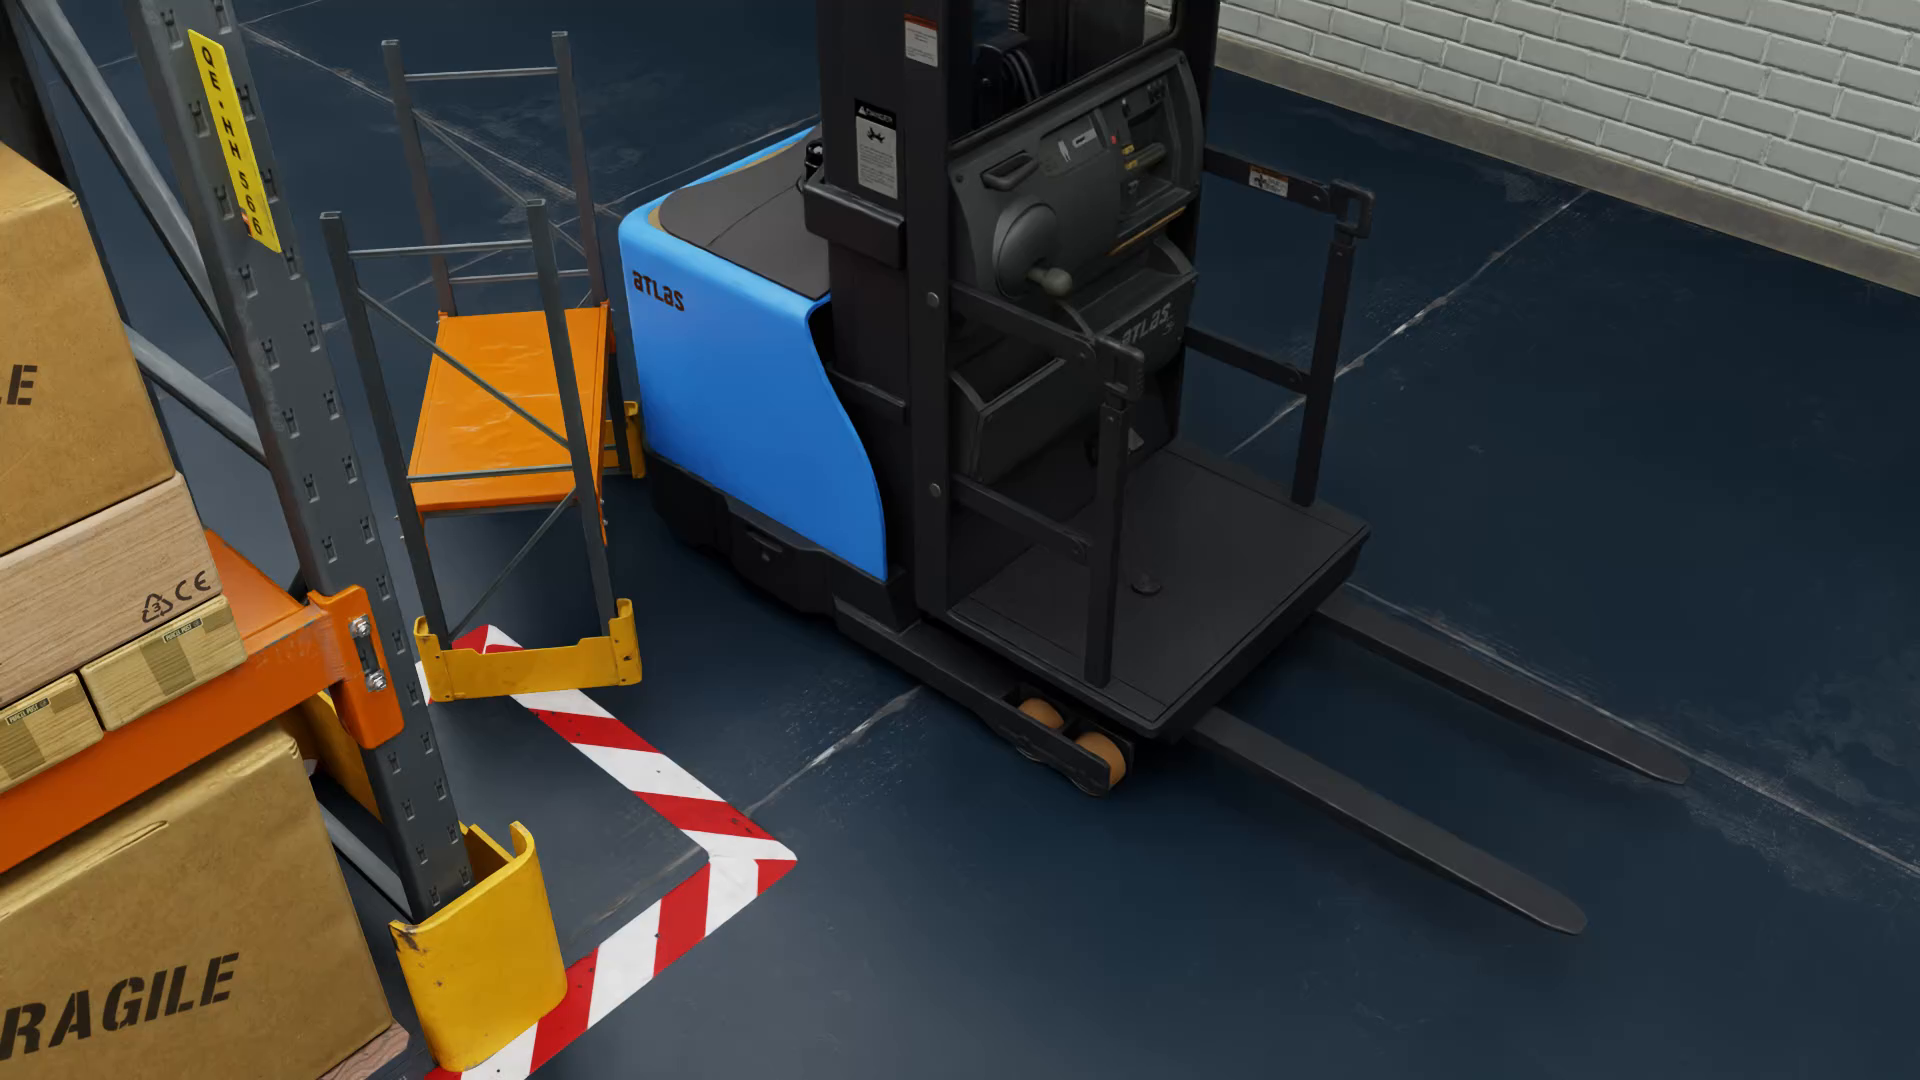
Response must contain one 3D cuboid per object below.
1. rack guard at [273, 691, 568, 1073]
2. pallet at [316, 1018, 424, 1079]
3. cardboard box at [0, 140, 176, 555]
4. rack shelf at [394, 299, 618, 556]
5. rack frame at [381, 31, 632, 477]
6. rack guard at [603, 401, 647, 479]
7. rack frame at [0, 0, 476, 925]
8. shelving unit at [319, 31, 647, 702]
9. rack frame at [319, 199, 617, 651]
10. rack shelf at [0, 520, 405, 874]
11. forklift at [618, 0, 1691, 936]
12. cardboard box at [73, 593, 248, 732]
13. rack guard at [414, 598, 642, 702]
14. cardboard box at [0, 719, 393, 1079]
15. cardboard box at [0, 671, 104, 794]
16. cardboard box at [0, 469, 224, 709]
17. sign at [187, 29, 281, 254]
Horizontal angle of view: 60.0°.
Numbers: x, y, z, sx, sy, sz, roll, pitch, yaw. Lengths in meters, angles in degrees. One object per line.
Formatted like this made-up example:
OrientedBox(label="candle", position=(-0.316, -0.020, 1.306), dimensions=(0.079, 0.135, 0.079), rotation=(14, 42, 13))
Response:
OrientedBox(label="rack guard", position=(-1.445, 0.696, 3.974), dimensions=(1.175, 0.500, 0.348), rotation=(30, 47, 32))
OrientedBox(label="pallet", position=(-1.942, 1.220, 3.546), dimensions=(1.003, 0.211, 1.213), rotation=(30, 47, 32))
OrientedBox(label="cardboard box", position=(-1.595, -0.289, 2.482), dimensions=(0.500, 0.500, 0.500), rotation=(30, 47, 32))
OrientedBox(label="rack shelf", position=(-1.267, -0.341, 4.762), dimensions=(0.538, 0.185, 1.000), rotation=(-5, 39, -6))
OrientedBox(label="rack frame", position=(-1.335, -0.795, 5.045), dimensions=(0.500, 1.500, 0.032), rotation=(-5, 39, -6))
OrientedBox(label="rack guard", position=(-1.335, -0.305, 5.433), dimensions=(0.587, 0.250, 0.087), rotation=(-5, 39, -6))
OrientedBox(label="rack frame", position=(-1.461, -0.272, 3.182), dimensions=(1.000, 3.000, 0.127), rotation=(30, 47, 32))
OrientedBox(label="shelving unit", position=(-1.269, -0.487, 4.657), dimensions=(0.587, 1.500, 1.083), rotation=(-5, 39, -6))
OrientedBox(label="rack frame", position=(-1.200, -0.168, 4.256), dimensions=(0.500, 1.500, 0.032), rotation=(-5, 39, -6))
OrientedBox(label="rack shelf", position=(-2.810, 0.929, 2.250), dimensions=(1.077, 0.370, 4.000), rotation=(30, 47, 32))
OrientedBox(label="forklift", position=(0.466, -0.847, 3.960), dimensions=(3.031, 2.935, 1.130), rotation=(28, 46, 31))
OrientedBox(label="cardboard box", position=(-1.458, 0.128, 2.880), dimensions=(0.380, 0.149, 0.250), rotation=(31, 48, 33))
OrientedBox(label="rack guard", position=(-1.202, 0.309, 4.660), dimensions=(0.587, 0.250, 0.087), rotation=(-5, 39, -6))
OrientedBox(label="cardboard box", position=(-1.833, 0.723, 3.300), dimensions=(0.875, 0.875, 0.875), rotation=(30, 47, 32))
OrientedBox(label="cardboard box", position=(-1.632, 0.249, 2.729), dimensions=(0.380, 0.149, 0.250), rotation=(30, 47, 32))
OrientedBox(label="cardboard box", position=(-1.592, 0.005, 2.716), dimensions=(0.500, 0.250, 0.500), rotation=(29, 47, 31))
OrientedBox(label="sign", position=(-1.070, -0.583, 2.453), dimensions=(0.100, 0.325, 0.005), rotation=(30, 47, 32))
